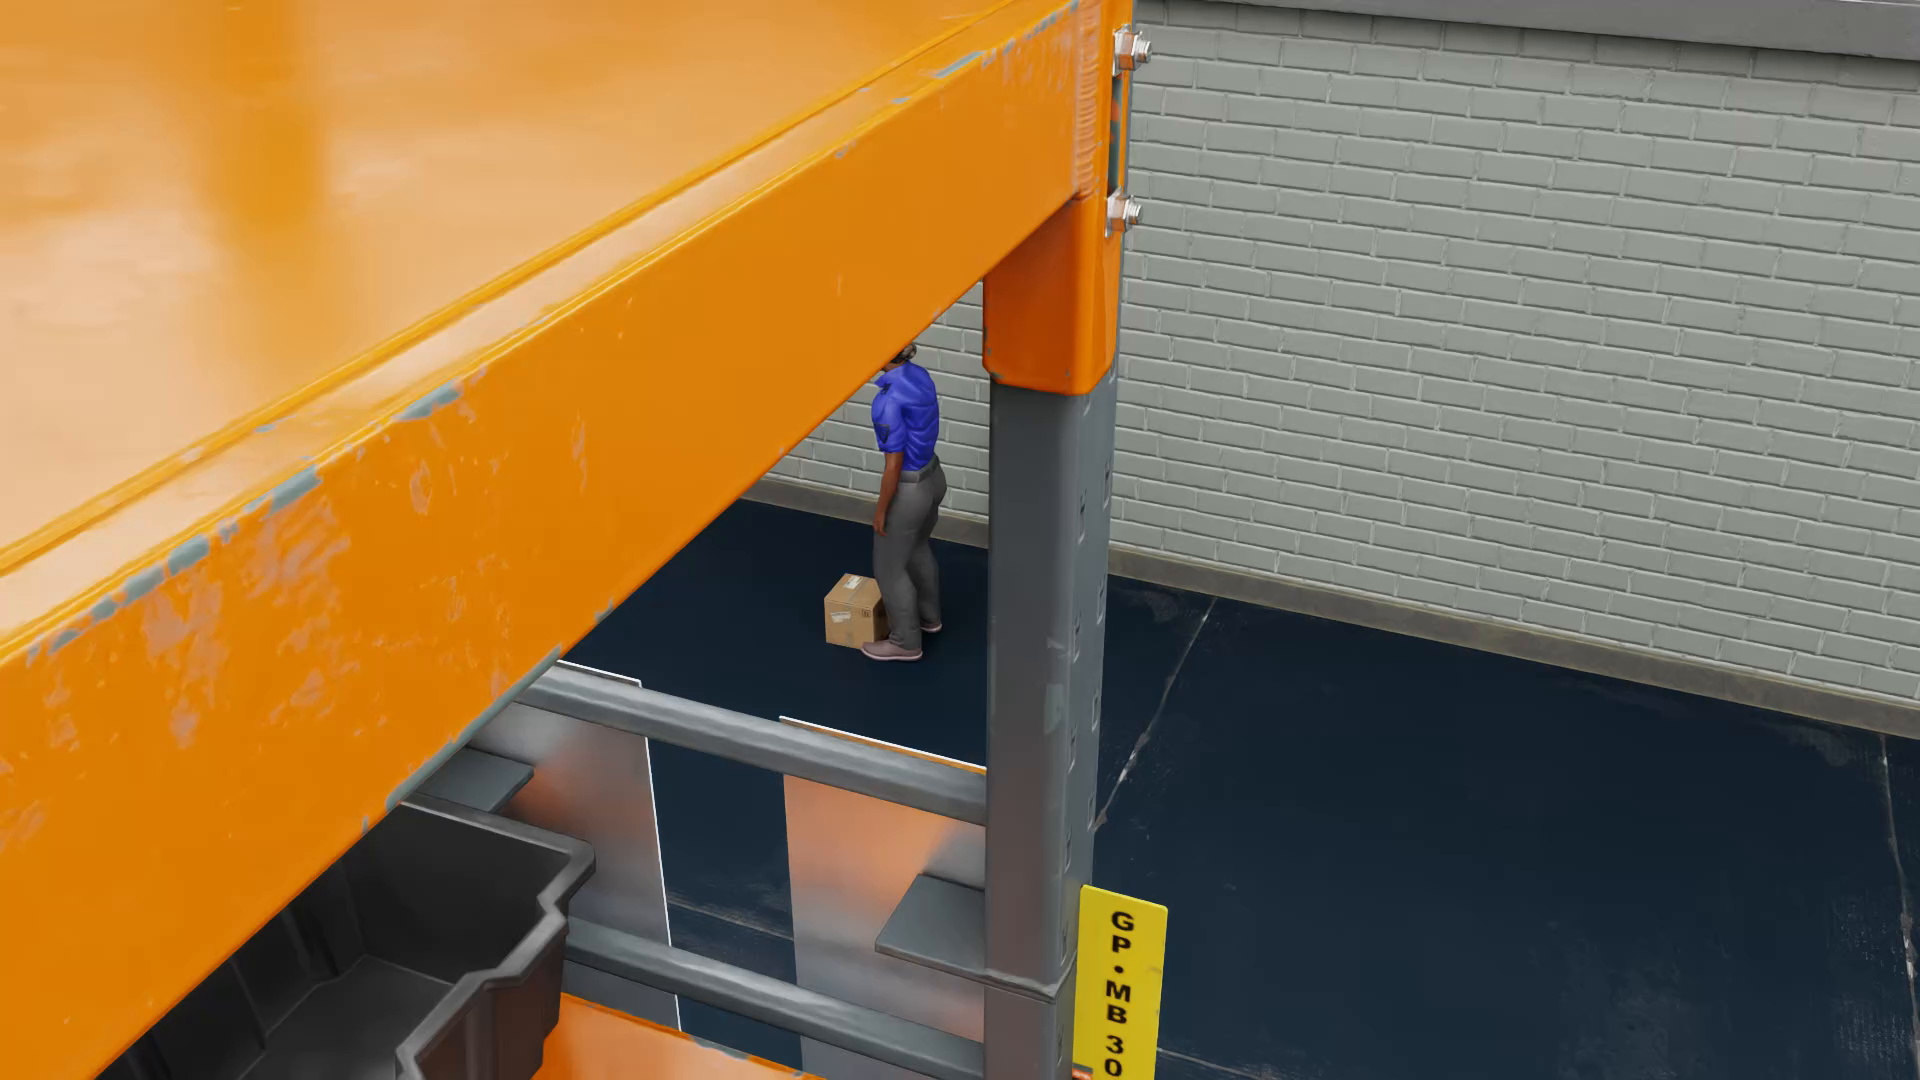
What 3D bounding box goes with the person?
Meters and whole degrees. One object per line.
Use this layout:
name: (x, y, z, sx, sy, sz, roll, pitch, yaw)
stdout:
person: (-0.255, -0.225, 7.527, 0.350, 1.654, 0.503, 11, 32, 19)
